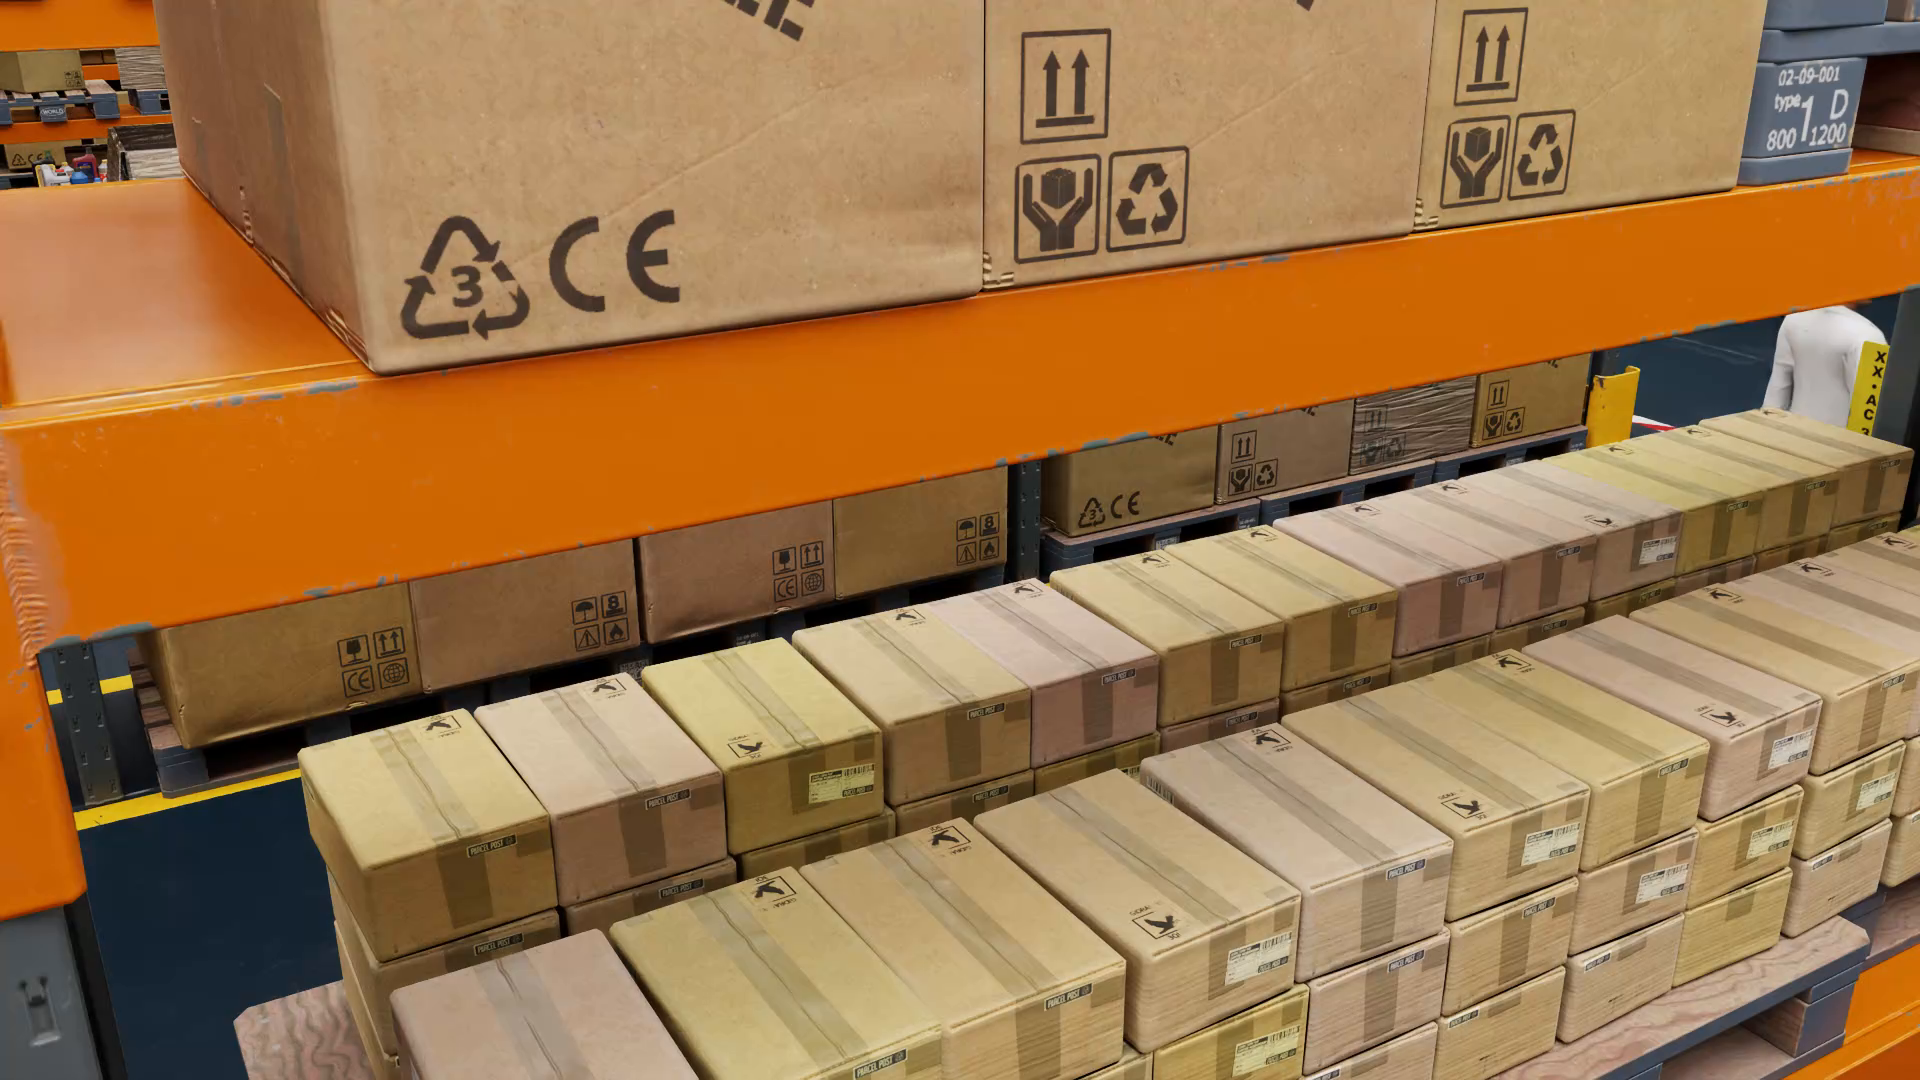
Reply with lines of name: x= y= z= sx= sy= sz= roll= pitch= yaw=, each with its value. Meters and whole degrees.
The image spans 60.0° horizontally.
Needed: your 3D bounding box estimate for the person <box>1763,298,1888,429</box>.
person: x=3.611 y=-0.351 z=6.992 sx=0.989 sy=1.741 sz=0.606 roll=-2 pitch=22 yaw=-6
